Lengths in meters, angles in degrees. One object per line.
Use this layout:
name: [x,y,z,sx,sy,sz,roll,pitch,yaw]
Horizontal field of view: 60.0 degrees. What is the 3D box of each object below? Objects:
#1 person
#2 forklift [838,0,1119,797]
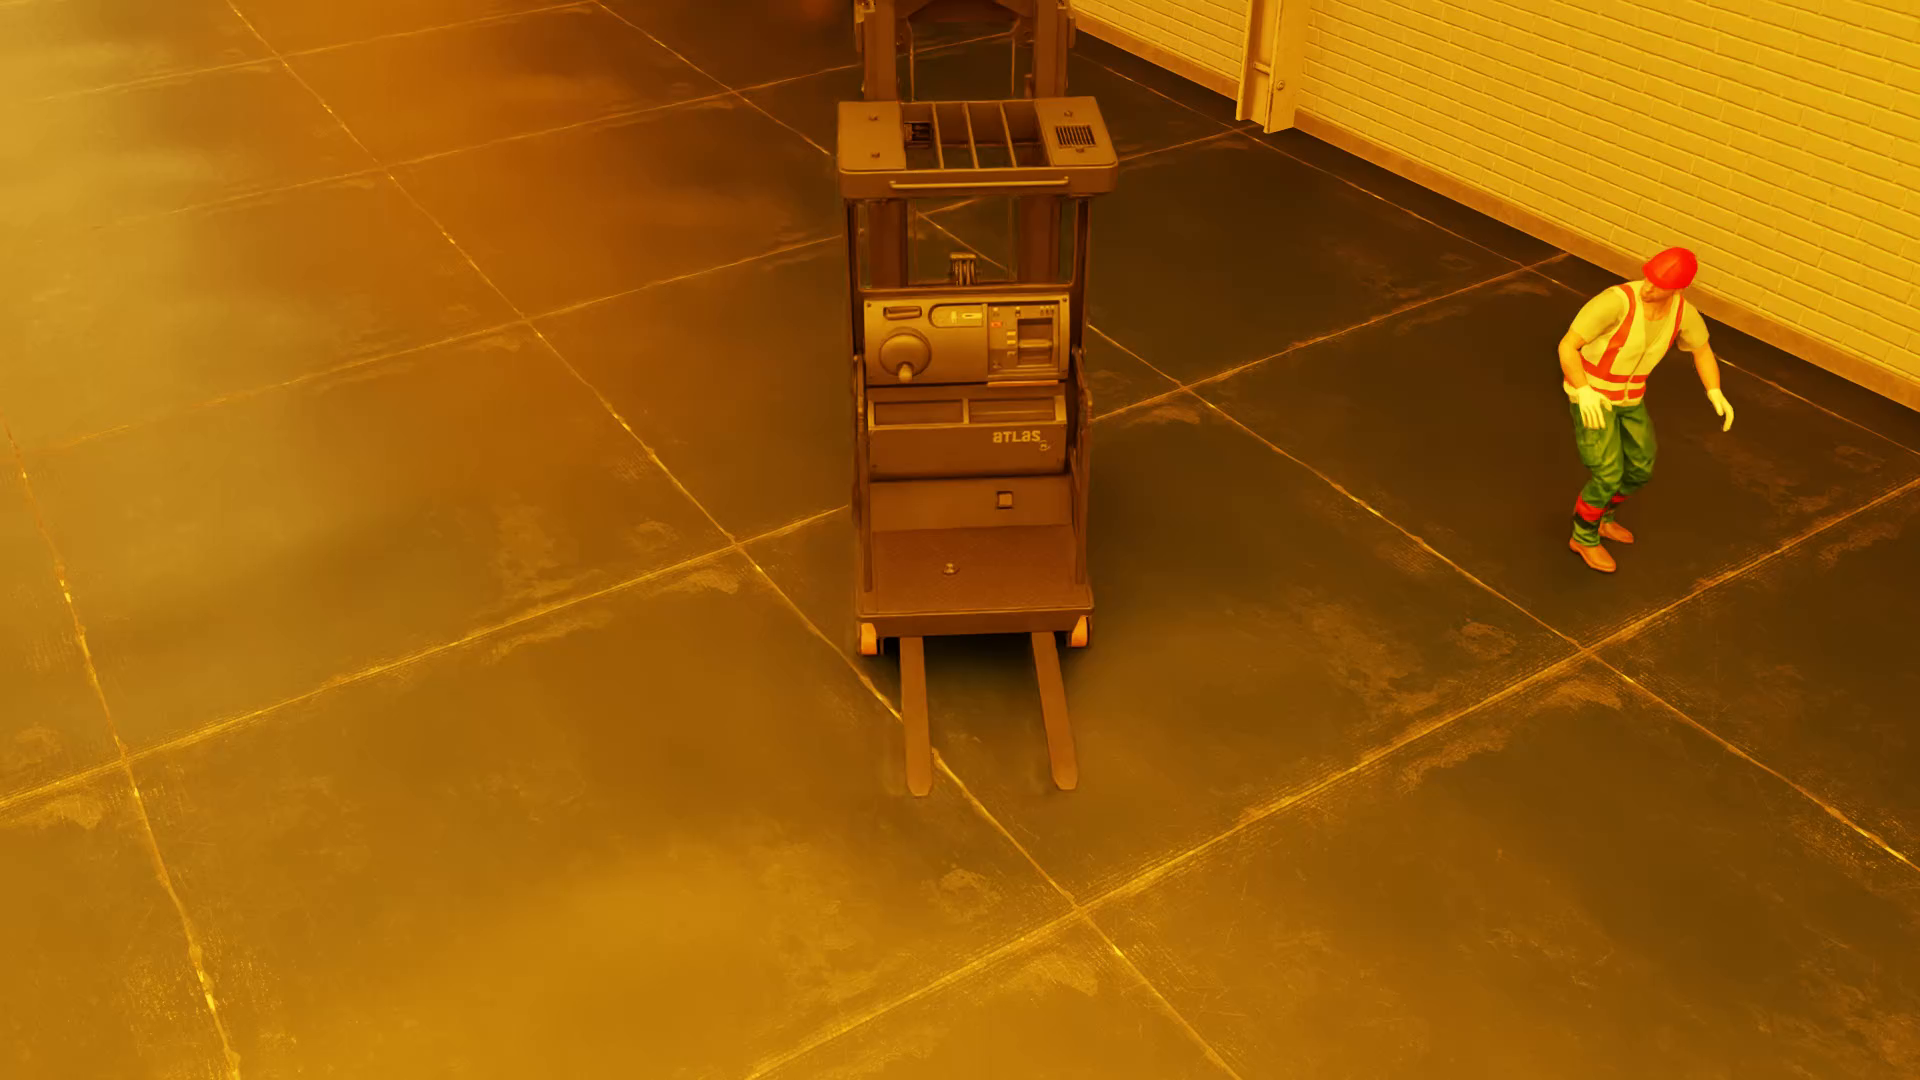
person: [3.301,-0.625,8.131,0.784,1.722,0.675,-13,37,-18]
forklift: [0.048,-0.848,7.354,1.130,2.935,3.031,-2,35,-3]
